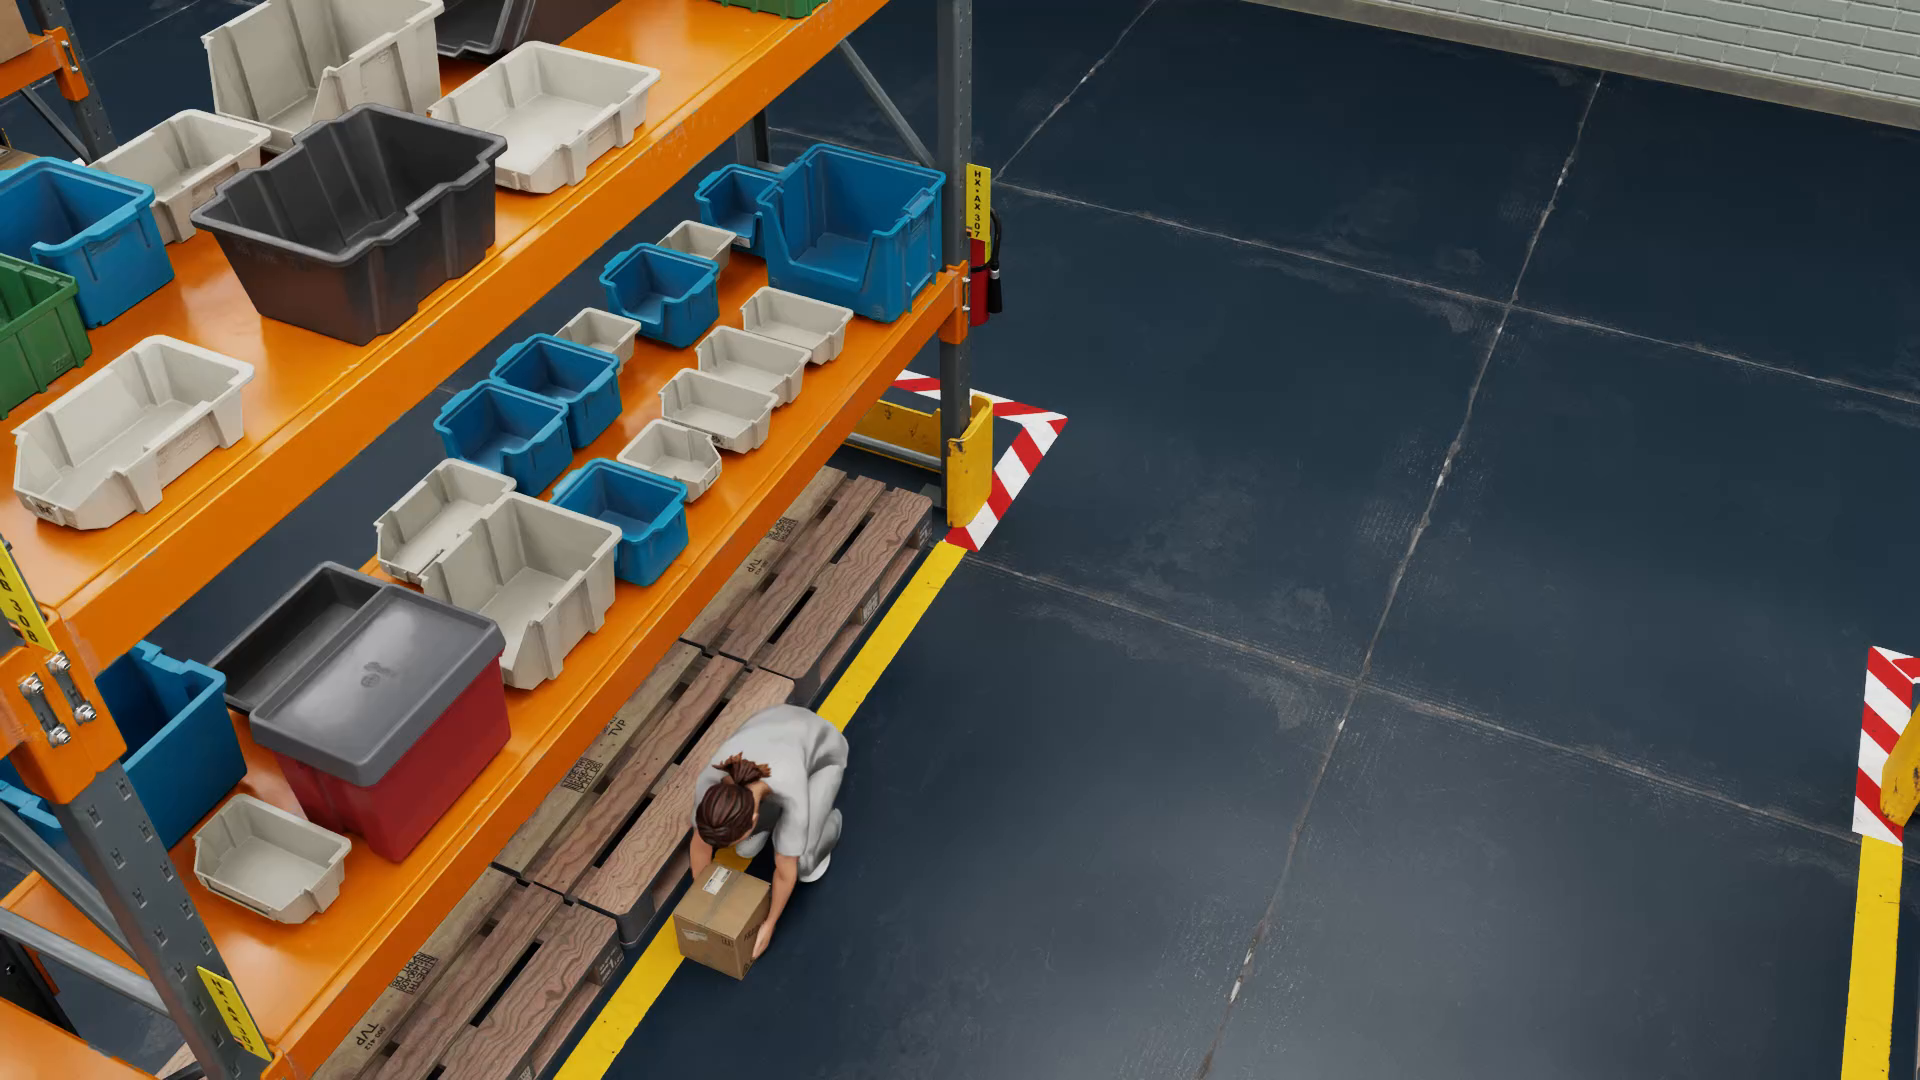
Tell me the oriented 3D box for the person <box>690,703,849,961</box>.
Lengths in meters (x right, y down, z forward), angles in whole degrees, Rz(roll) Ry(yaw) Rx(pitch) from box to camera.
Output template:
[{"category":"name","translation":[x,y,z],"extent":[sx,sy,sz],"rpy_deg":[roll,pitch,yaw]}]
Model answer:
[{"category":"person","translation":[-0.678,0.916,5.807],"extent":[0.478,0.804,0.803],"rpy_deg":[18,45,18]}]
